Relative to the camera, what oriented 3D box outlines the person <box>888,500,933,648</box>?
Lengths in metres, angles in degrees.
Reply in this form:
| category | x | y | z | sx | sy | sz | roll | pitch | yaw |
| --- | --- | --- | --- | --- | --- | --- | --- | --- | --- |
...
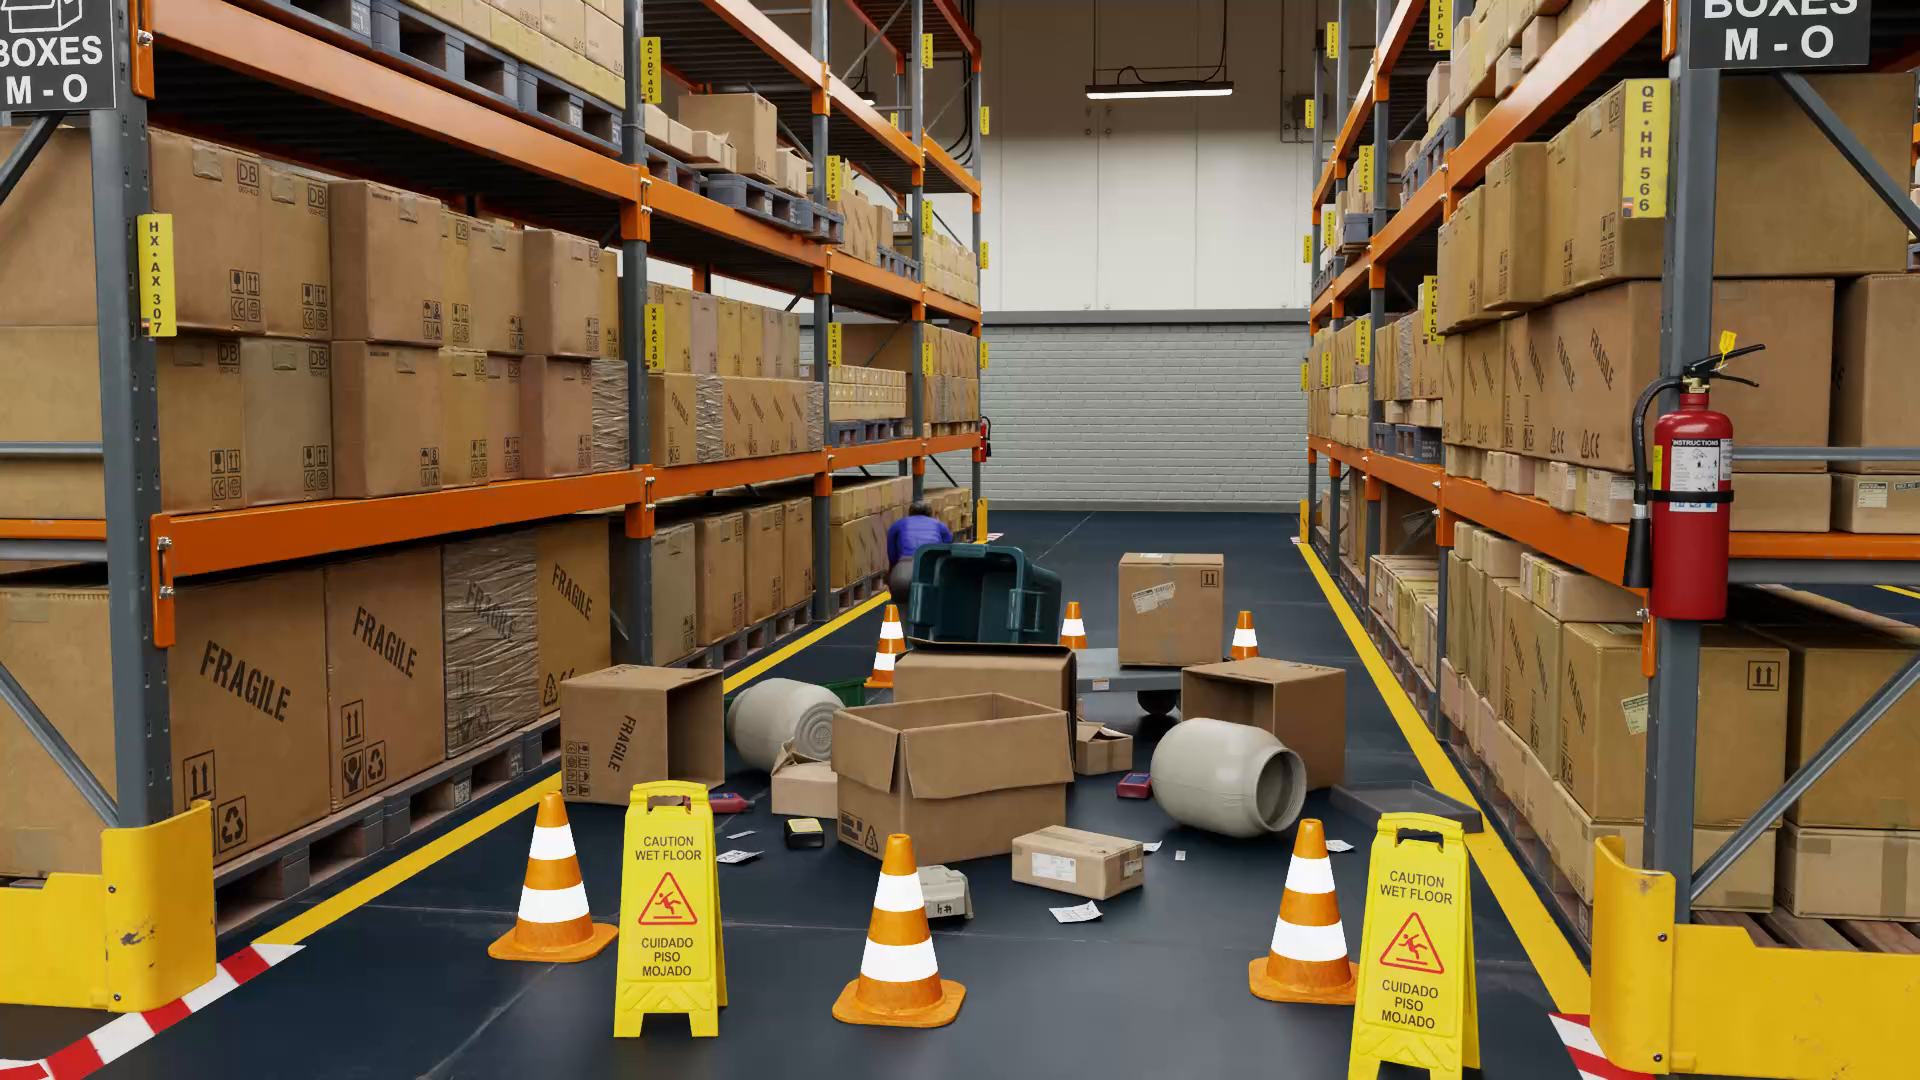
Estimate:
| category | x | y | z | sx | sy | sz | roll | pitch | yaw |
| --- | --- | --- | --- | --- | --- | --- | --- | --- | --- |
| person | -0.271 | 0.243 | 11.137 | 0.488 | 0.988 | 0.796 | 1 | 5 | 8 |
